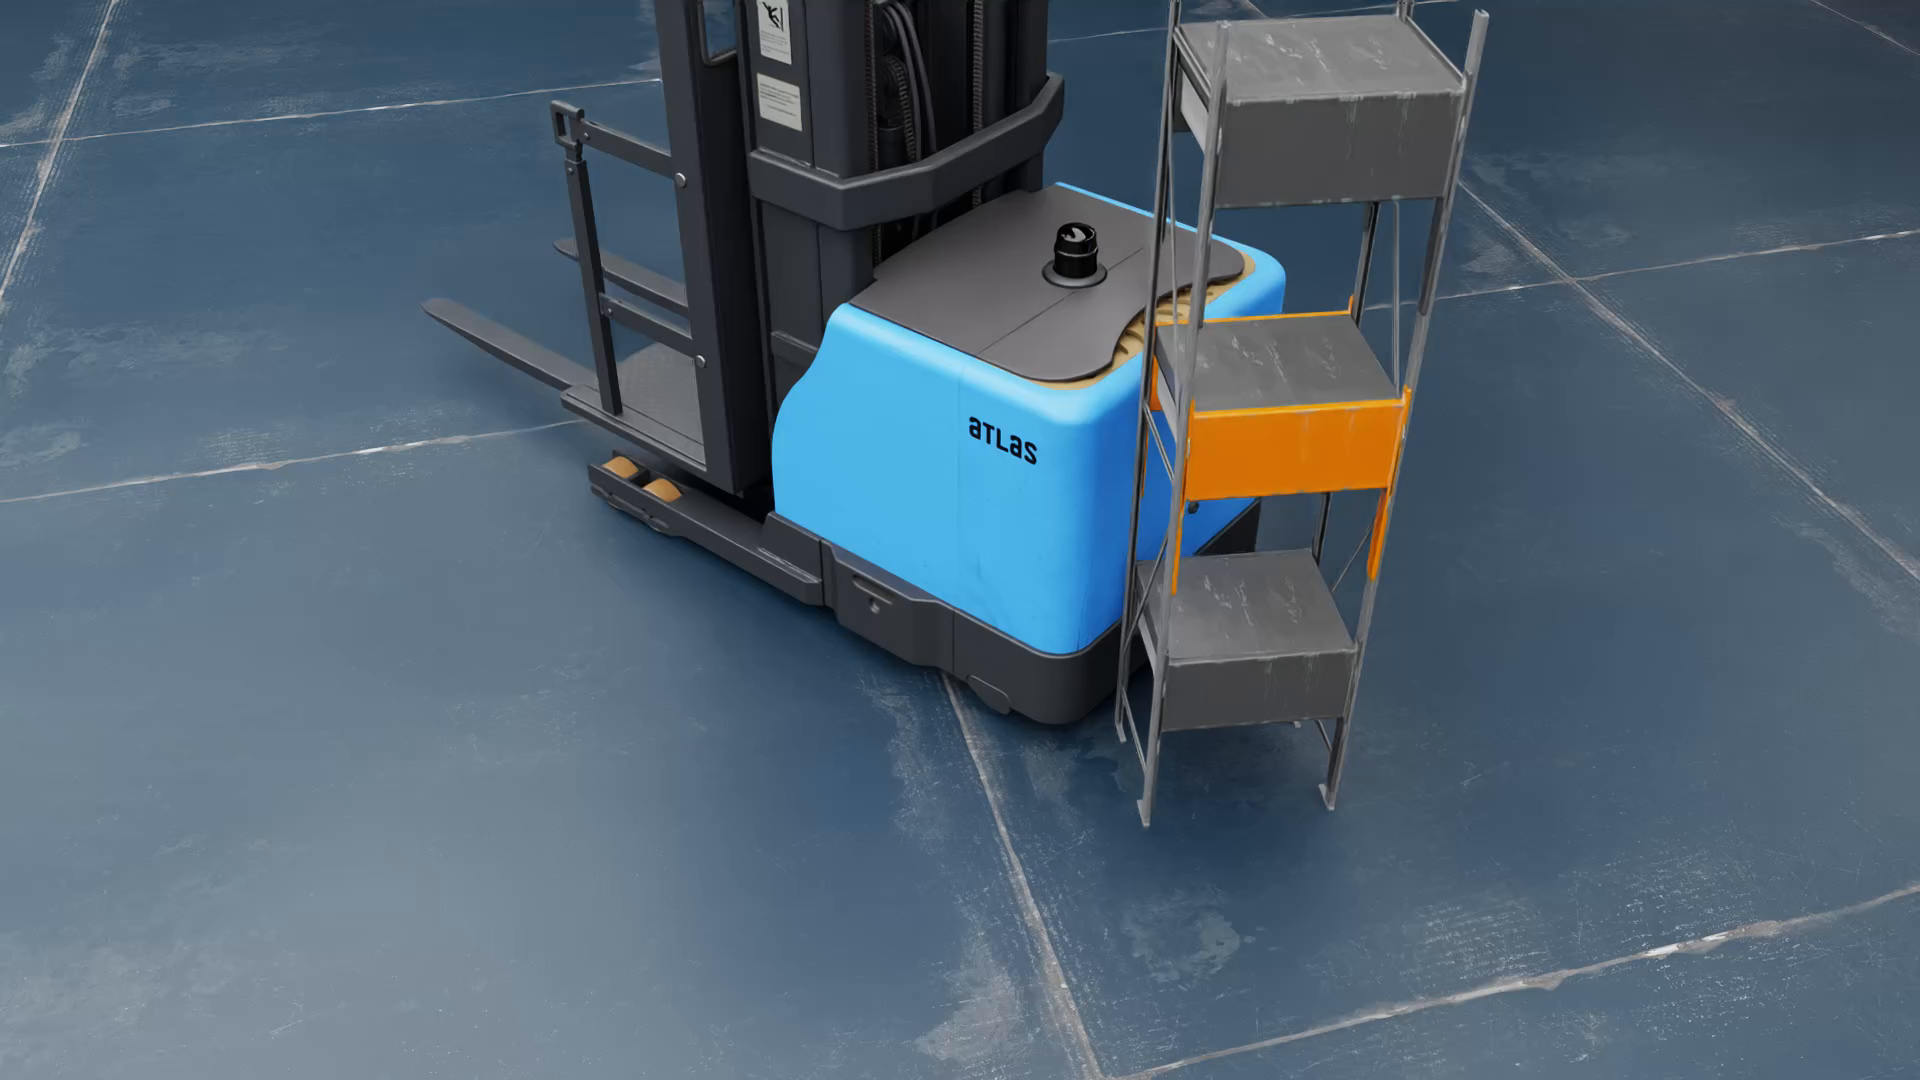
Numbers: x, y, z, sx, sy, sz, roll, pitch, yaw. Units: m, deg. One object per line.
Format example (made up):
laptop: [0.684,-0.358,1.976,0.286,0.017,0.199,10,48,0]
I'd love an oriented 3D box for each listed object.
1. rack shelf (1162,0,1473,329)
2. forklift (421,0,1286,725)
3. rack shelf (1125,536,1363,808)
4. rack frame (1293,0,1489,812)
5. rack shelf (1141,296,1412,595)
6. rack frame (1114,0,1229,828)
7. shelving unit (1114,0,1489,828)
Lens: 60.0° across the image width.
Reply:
rack shelf: [0.699,-0.776,3.407,0.480,0.518,0.431,-4,38,-5]
forklift: [-0.564,-1.412,4.683,3.031,2.935,1.130,26,45,30]
rack shelf: [0.699,0.336,4.258,0.480,0.518,0.431,-4,38,-5]
rack frame: [0.942,-0.248,3.847,0.015,2.100,0.400,-4,38,-5]
rack shelf: [0.699,-0.220,3.832,0.480,0.518,0.431,-4,38,-5]
rack frame: [0.457,-0.214,3.802,0.015,2.100,0.400,-4,38,-5]
shelving unit: [0.699,-0.231,3.824,0.503,2.100,0.431,-4,38,-5]
